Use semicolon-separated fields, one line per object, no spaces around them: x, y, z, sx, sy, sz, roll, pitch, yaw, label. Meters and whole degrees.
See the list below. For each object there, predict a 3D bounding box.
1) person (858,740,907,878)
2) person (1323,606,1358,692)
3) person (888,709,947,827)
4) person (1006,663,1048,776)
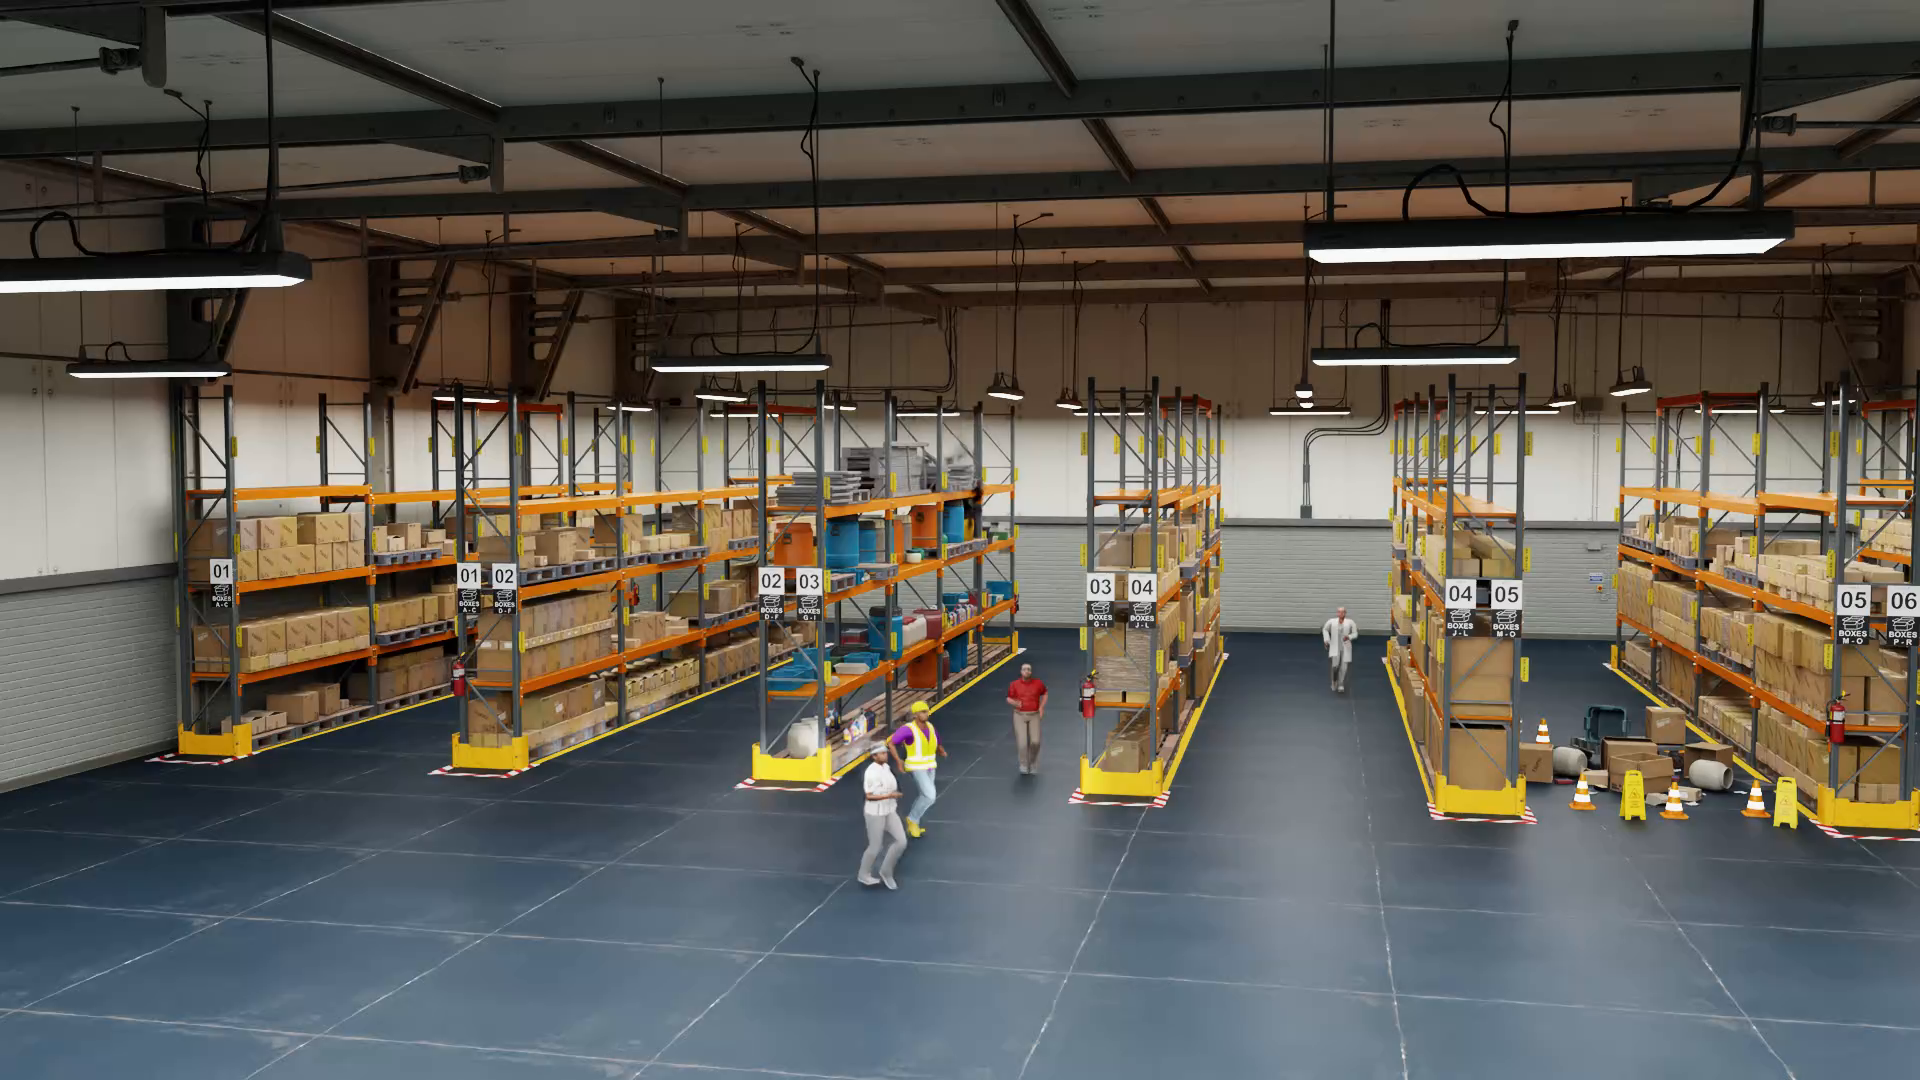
-0.858;3.043;18.775;0.654;1.588;0.558;2;4;35;person
7.731;2.224;33.797;0.693;1.741;0.695;1;3;10;person
-0.470;2.916;21.240;0.667;1.615;0.680;3;4;42;person
1.030;2.746;25.272;0.645;1.726;0.651;0;3;-1;person
